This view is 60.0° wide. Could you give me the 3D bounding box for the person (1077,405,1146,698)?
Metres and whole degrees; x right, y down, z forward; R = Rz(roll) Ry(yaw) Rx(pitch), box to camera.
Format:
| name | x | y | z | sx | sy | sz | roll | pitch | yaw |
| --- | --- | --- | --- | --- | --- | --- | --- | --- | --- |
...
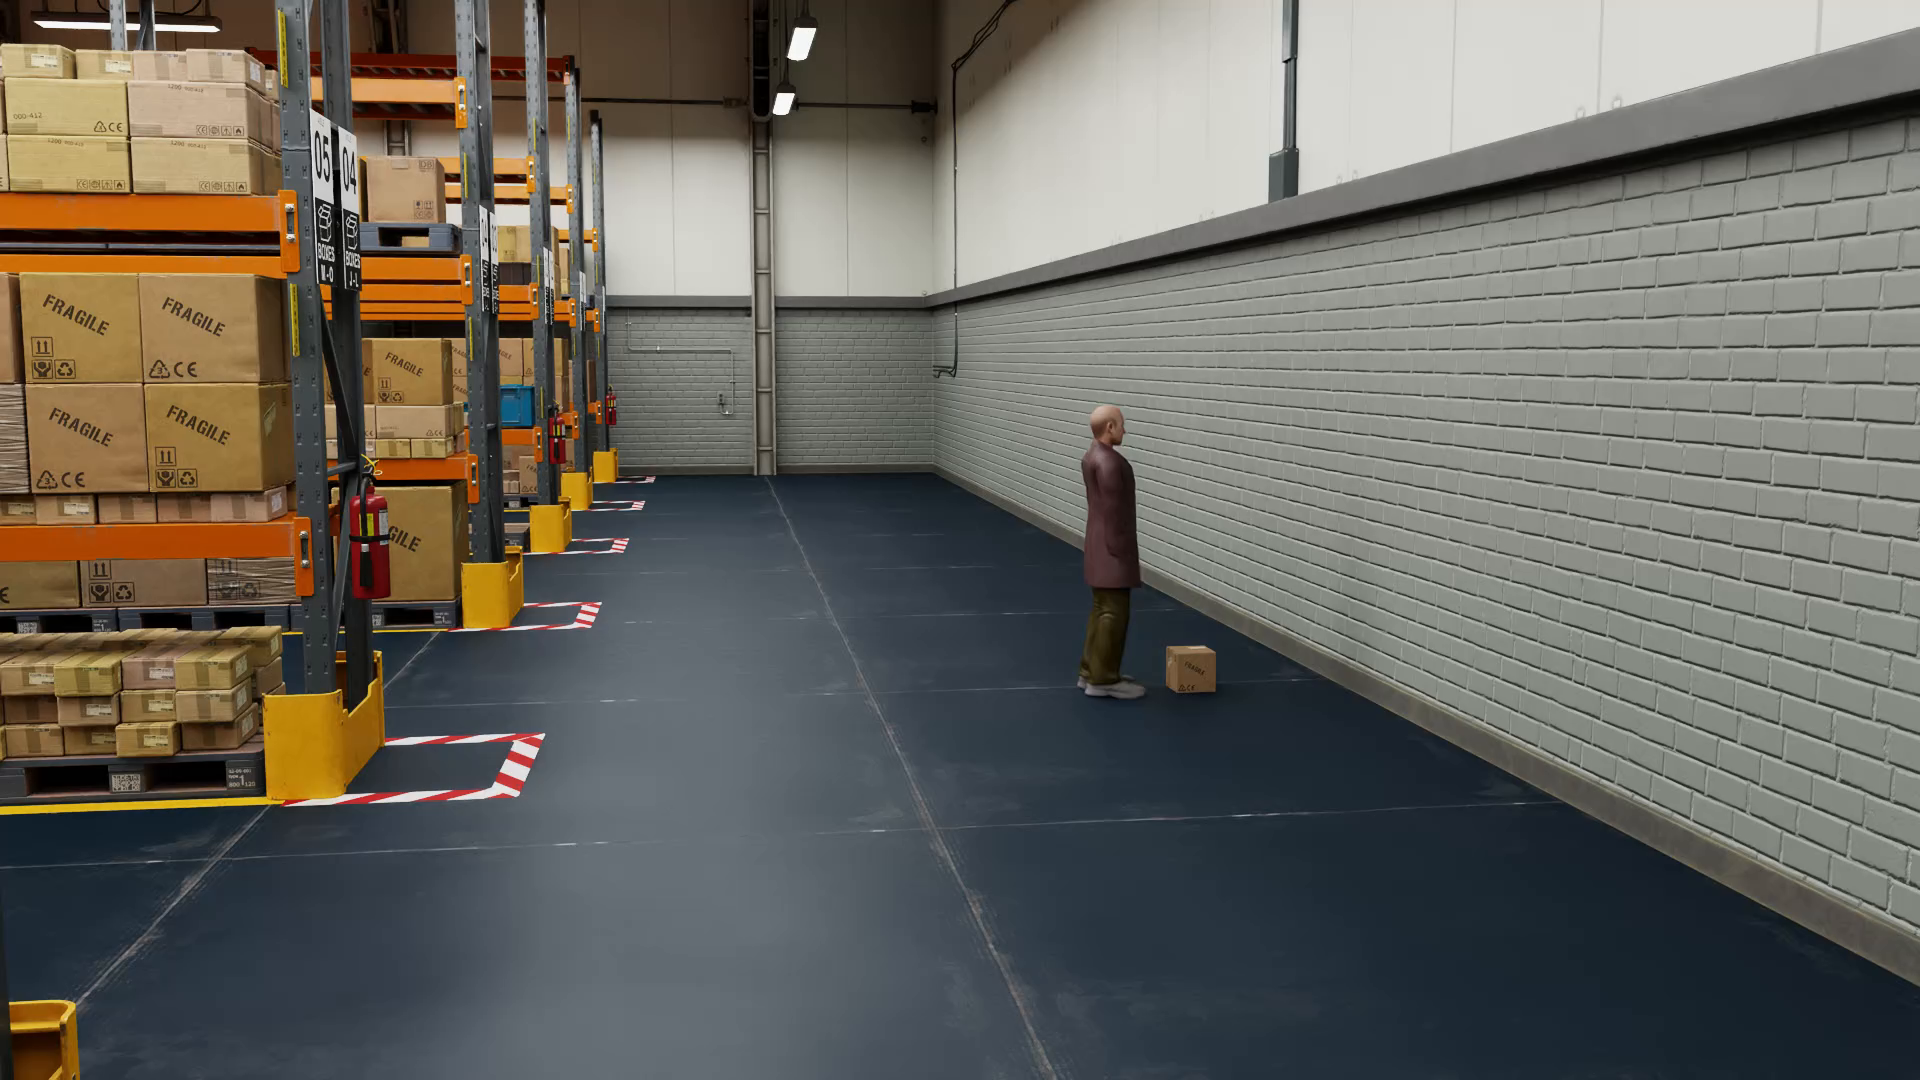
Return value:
| name | x | y | z | sx | sy | sz | roll | pitch | yaw |
| --- | --- | --- | --- | --- | --- | --- | --- | --- | --- |
| person | 0.932 | 0.060 | 10.262 | 0.376 | 1.779 | 0.561 | -1 | 6 | -7 |
